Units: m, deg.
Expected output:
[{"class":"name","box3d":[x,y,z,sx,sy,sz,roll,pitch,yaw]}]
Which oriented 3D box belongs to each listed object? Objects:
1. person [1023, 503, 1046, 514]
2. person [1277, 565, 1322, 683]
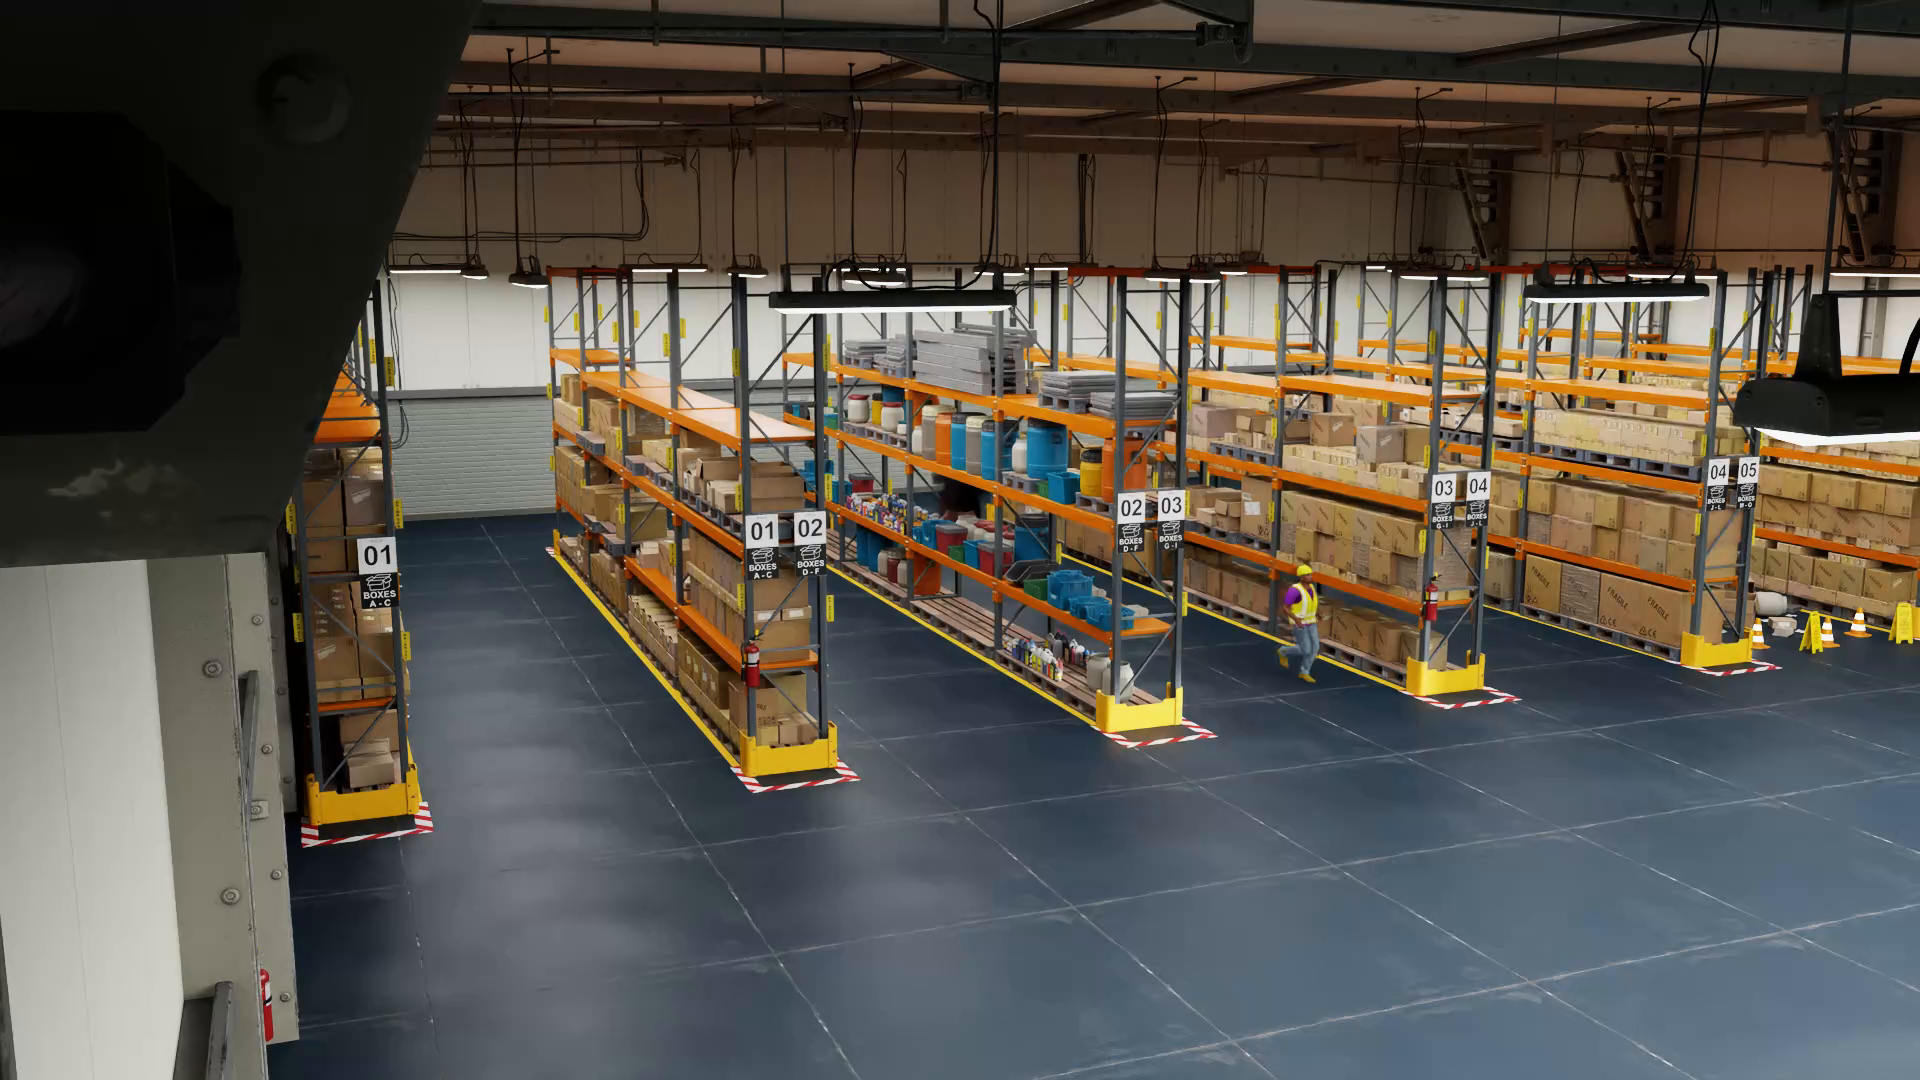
[{"class":"person","box3d":[1.500,-0.516,33.378,0.569,1.714,0.833,-4,11,-20]},{"class":"person","box3d":[5.066,1.225,24.741,0.710,1.737,0.654,-8,13,-39]}]
